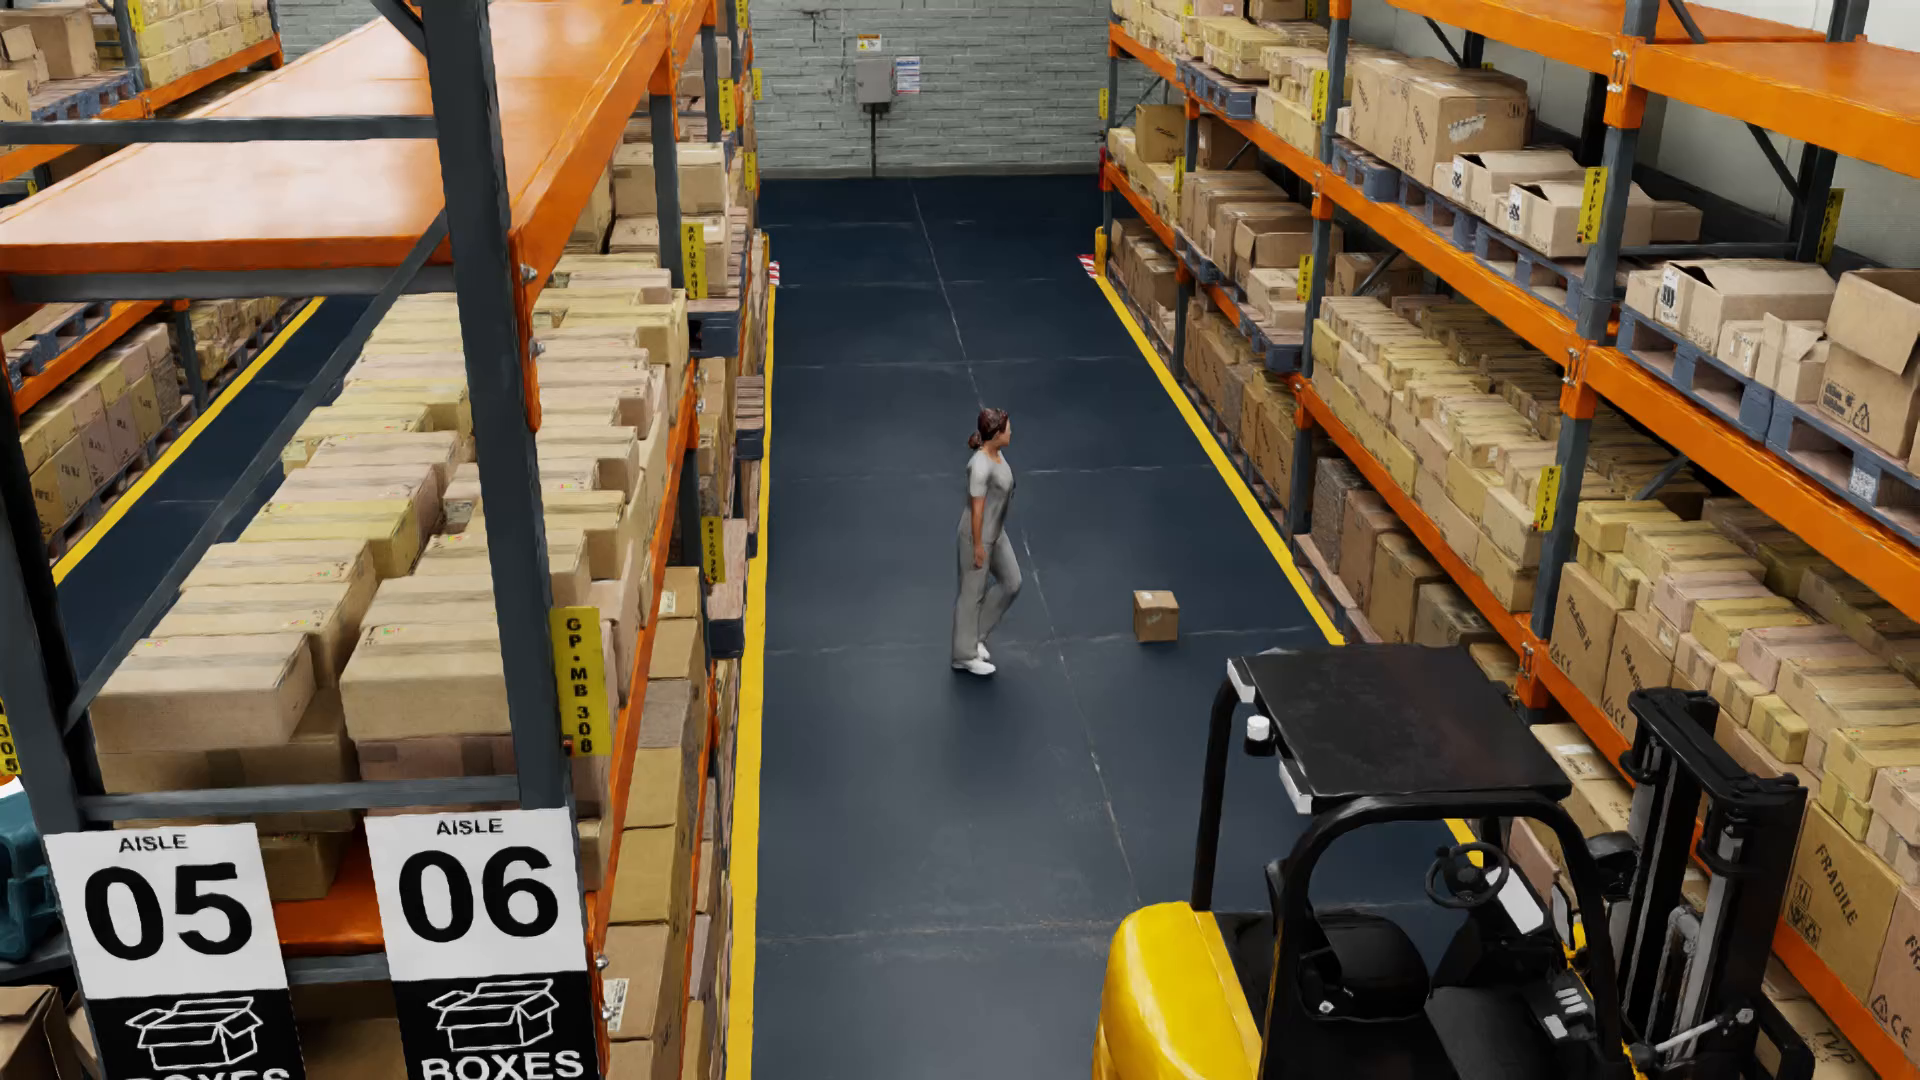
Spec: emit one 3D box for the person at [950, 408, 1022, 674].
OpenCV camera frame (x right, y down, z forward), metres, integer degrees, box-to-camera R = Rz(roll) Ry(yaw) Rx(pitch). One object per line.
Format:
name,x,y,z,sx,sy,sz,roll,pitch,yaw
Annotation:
person,0.177,-0.014,10.349,0.394,1.644,0.569,8,25,18
